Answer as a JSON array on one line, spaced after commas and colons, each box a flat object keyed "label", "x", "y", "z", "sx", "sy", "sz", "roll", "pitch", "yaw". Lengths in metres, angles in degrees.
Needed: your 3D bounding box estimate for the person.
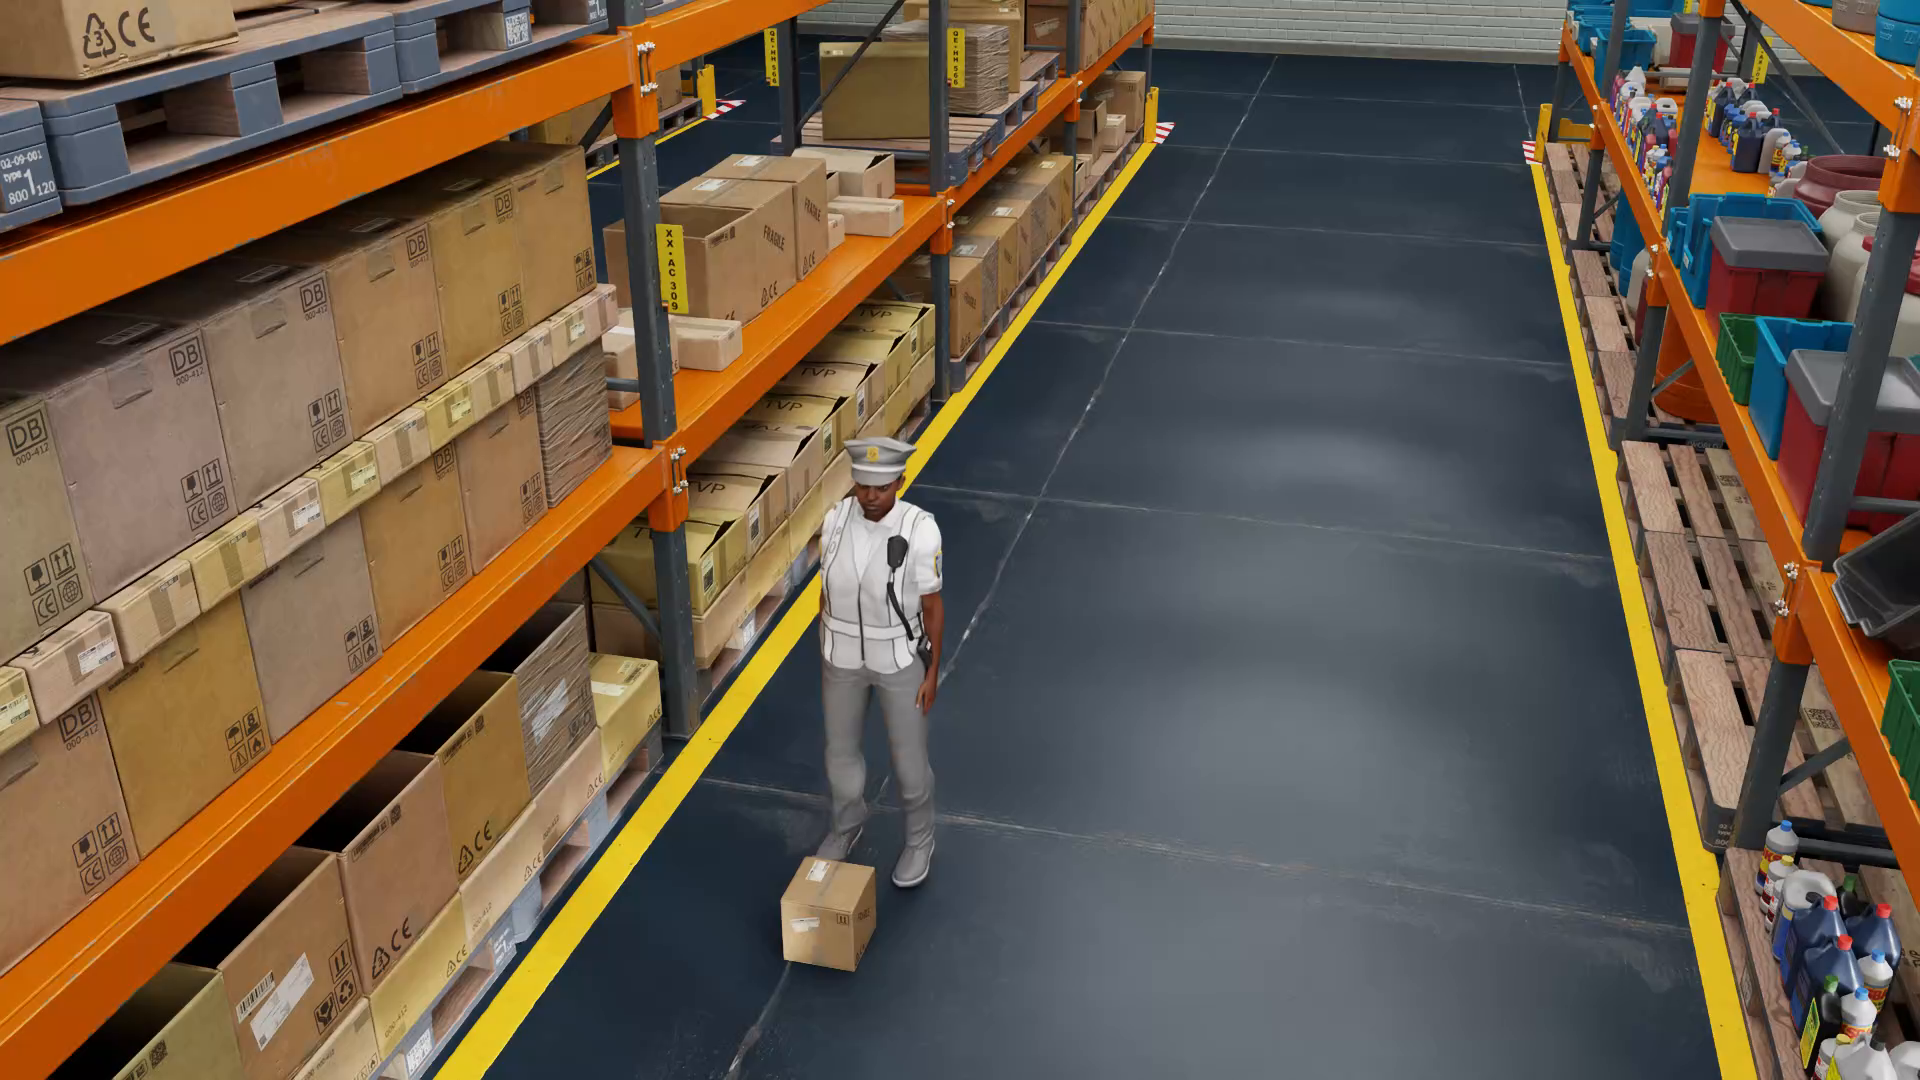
[{"label": "person", "x": -0.290, "y": 0.425, "z": 5.726, "sx": 0.475, "sy": 1.696, "sz": 0.340, "roll": 7, "pitch": 26, "yaw": 14}]
